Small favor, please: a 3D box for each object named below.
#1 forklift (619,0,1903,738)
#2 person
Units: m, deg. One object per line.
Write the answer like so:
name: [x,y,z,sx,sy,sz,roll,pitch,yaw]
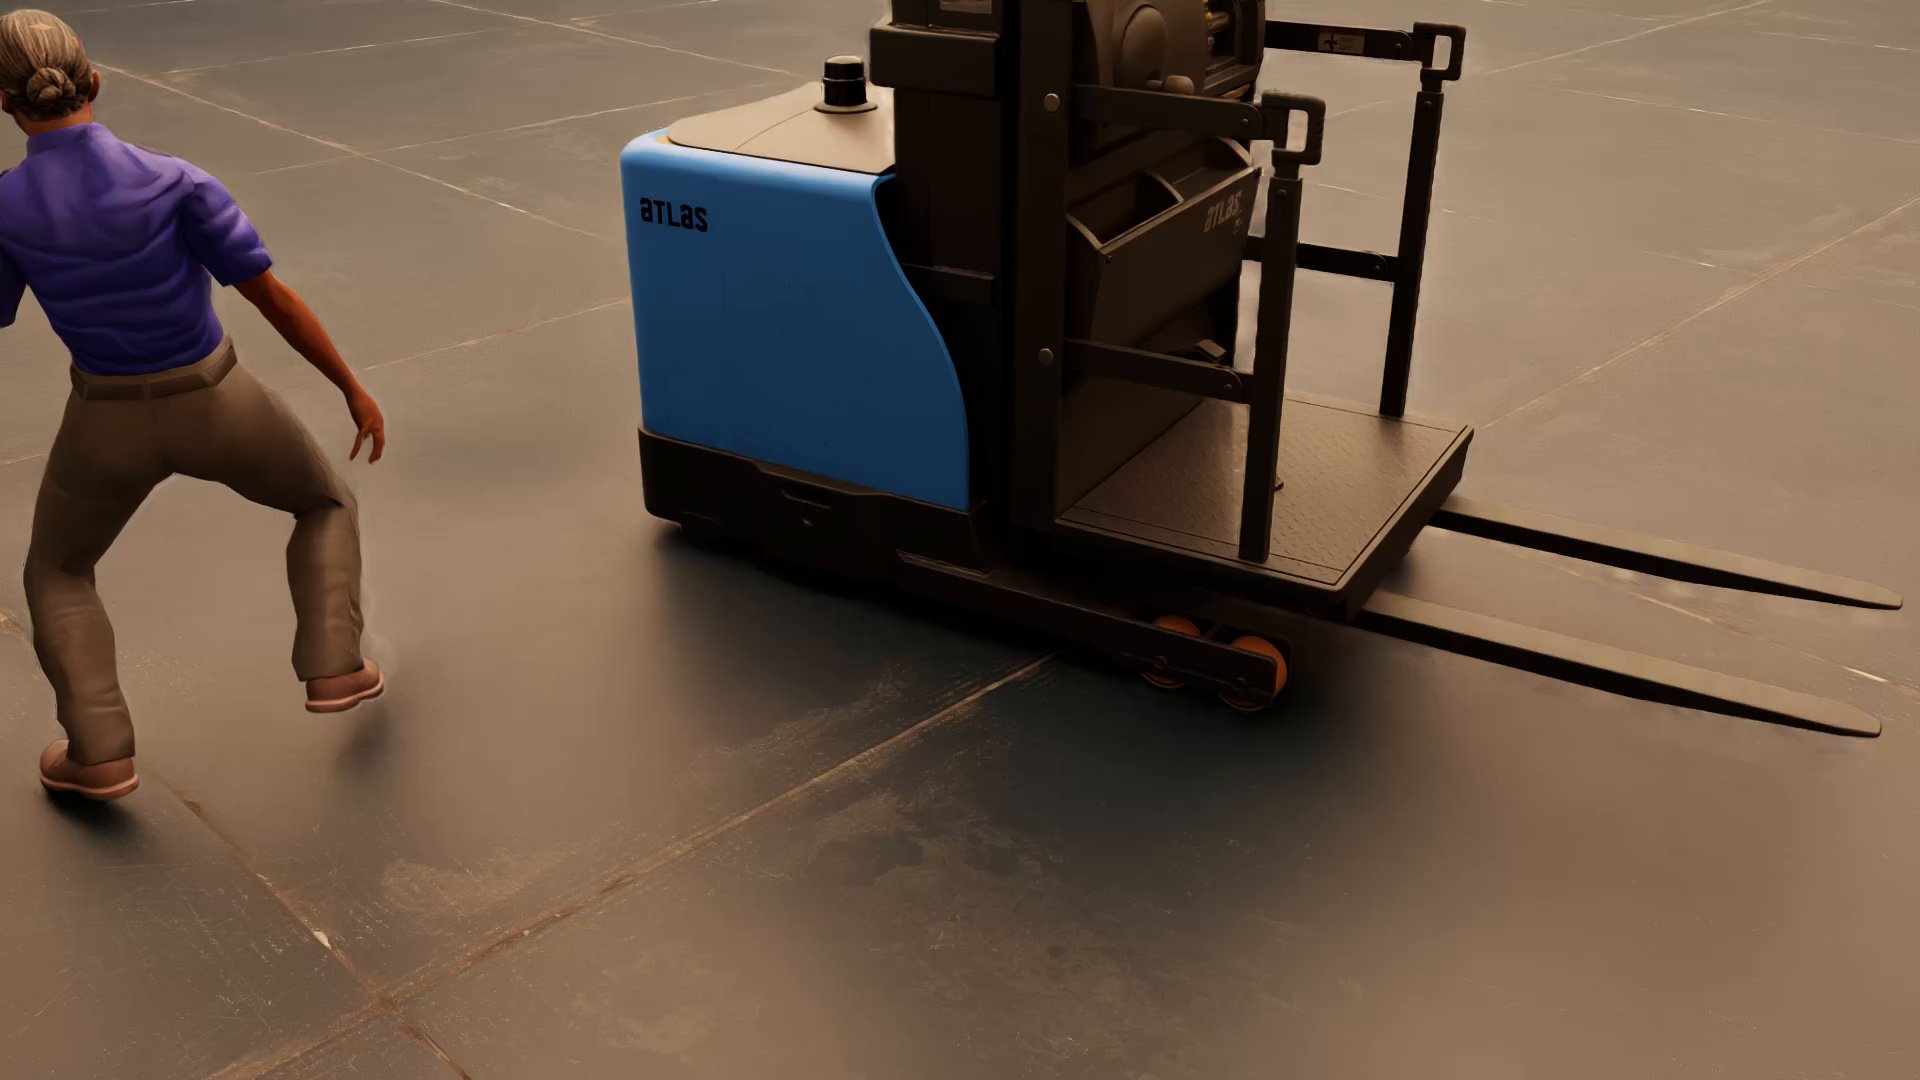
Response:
forklift: [0.663,-1.197,3.655,3.031,2.935,1.130,15,30,27]
person: [-1.588,-0.267,3.299,0.836,1.526,0.538,-6,27,-13]
